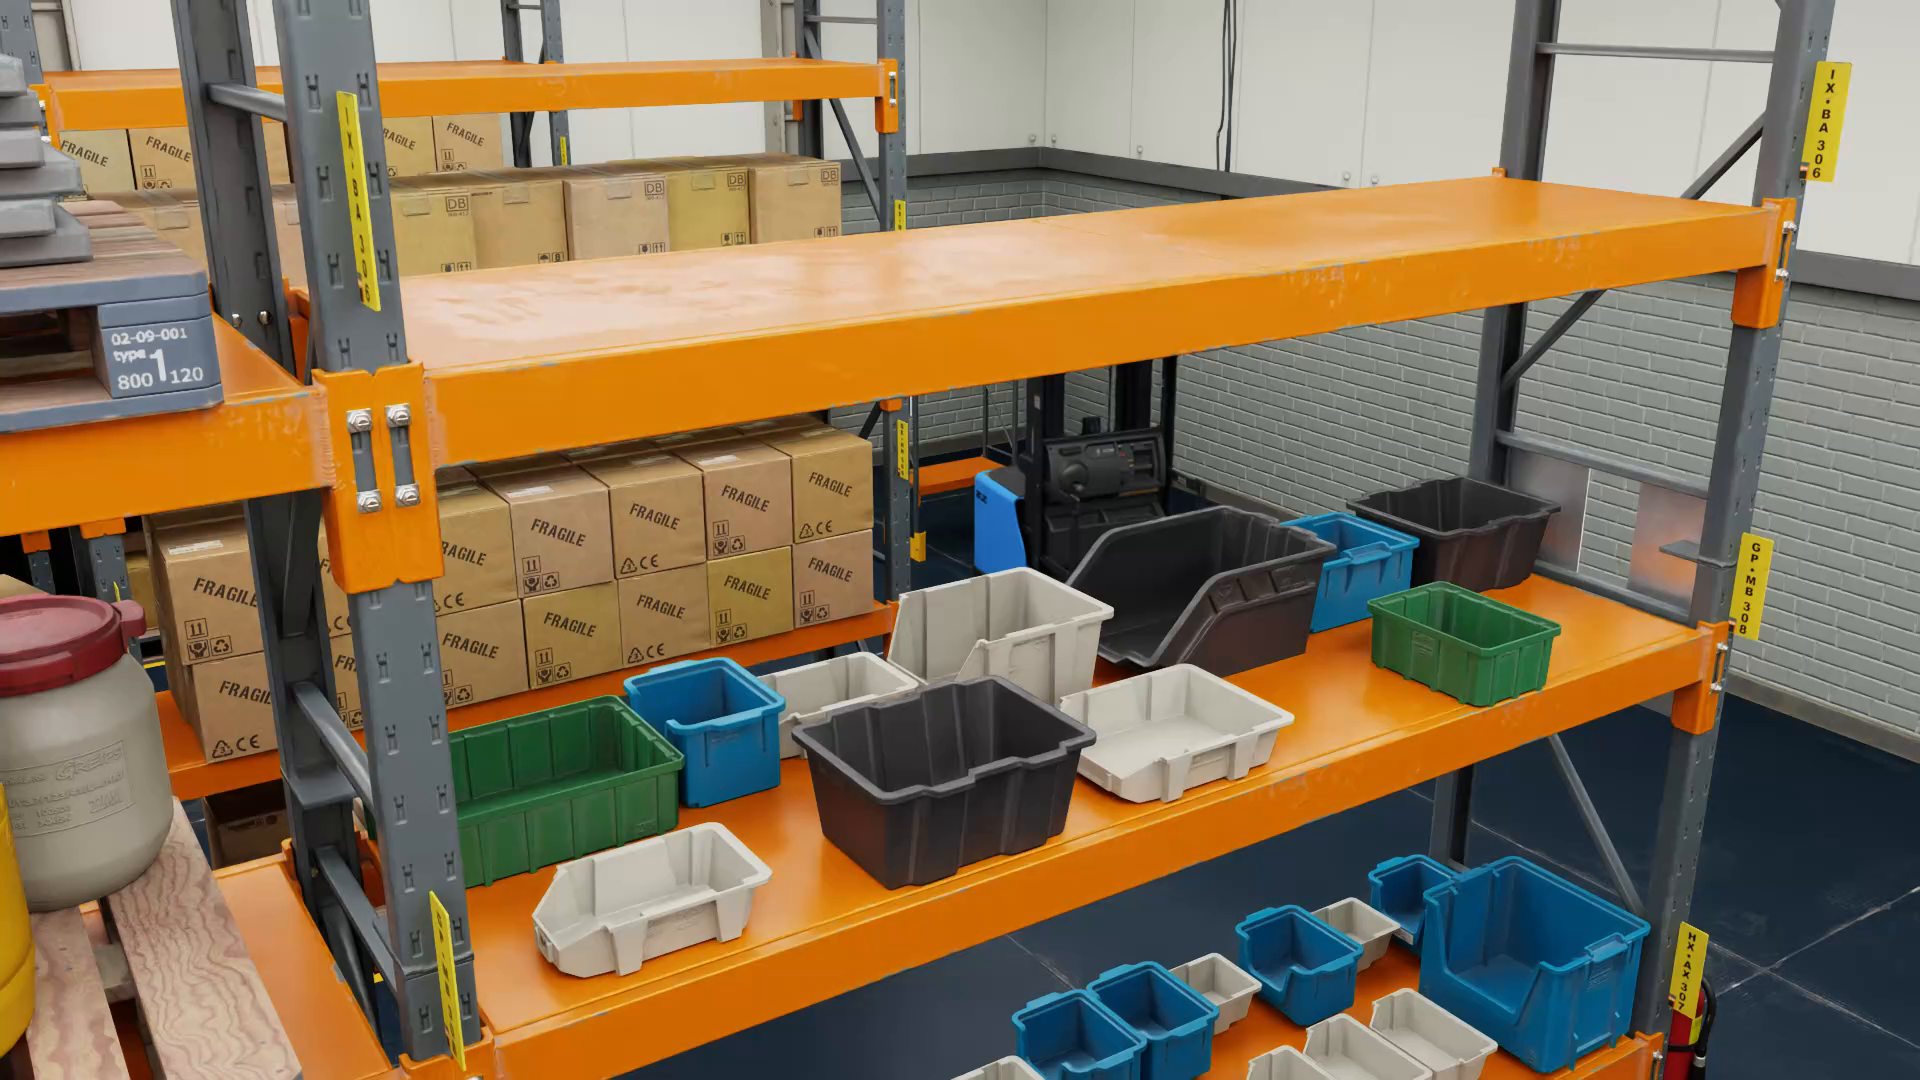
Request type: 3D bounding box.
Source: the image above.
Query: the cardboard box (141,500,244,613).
[{"bbox_3d":[-3.667,0.071,8.135,0.500,0.500,0.500,-12,22,-31],"label":"cardboard box"}]

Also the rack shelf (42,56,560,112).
[{"bbox_3d":[-5.005,-3.238,12.021,4.000,0.370,1.077,-12,22,-31],"label":"rack shelf"}]

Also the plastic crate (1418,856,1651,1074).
[{"bbox_3d":[1.937,1.435,5.668,0.499,0.435,0.616,-12,22,-31],"label":"plastic crate"}]

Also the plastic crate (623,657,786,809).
[{"bbox_3d":[-0.642,0.488,4.195,0.300,0.233,0.416,-12,22,-31],"label":"plastic crate"}]

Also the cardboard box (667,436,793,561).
[{"bbox_3d":[-1.249,-0.234,9.037,0.500,0.500,0.500,-11,22,-30],"label":"cardboard box"}]

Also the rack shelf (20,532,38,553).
[{"bbox_3d":[-8.345,0.119,10.833,4.000,0.370,1.077,-12,22,-31],"label":"rack shelf"}]

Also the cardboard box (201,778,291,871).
[{"bbox_3d":[-3.628,1.550,8.694,0.500,0.500,0.500,-12,22,-31],"label":"cardboard box"}]

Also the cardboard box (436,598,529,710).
[{"bbox_3d":[-2.527,0.507,8.405,0.500,0.500,0.500,-12,22,-32],"label":"cardboard box"}]

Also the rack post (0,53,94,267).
[{"bbox_3d":[-1.947,-0.591,2.559,0.954,0.300,0.937,-12,22,-32],"label":"rack post"}]

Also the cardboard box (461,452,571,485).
[{"bbox_3d":[-2.399,-0.197,8.928,0.500,0.500,0.500,-12,22,-32],"label":"cardboard box"}]

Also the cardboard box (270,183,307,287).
[{"bbox_3d":[-3.067,-1.338,7.618,0.500,0.500,0.700,-12,22,-31],"label":"cardboard box"}]

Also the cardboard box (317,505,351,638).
[{"bbox_3d":[-2.969,0.130,7.959,0.500,0.500,0.500,-13,22,-33],"label":"cardboard box"}]

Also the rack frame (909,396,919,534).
[{"bbox_3d":[-0.496,-0.606,14.195,0.032,1.500,0.500,-12,22,-31],"label":"rack frame"}]

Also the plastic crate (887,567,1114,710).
[{"bbox_3d":[0.094,0.314,4.634,0.530,0.282,0.437,-12,22,-31],"label":"plastic crate"}]

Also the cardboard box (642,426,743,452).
[{"bbox_3d":[-1.555,-0.374,9.450,0.500,0.500,0.500,-12,22,-31],"label":"cardboard box"}]

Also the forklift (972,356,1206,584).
[{"bbox_3d":[1.138,-0.535,11.752,1.130,2.935,3.031,-8,20,-22],"label":"forklift"}]

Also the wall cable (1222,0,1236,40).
[{"bbox_3d":[3.074,-5.219,13.096,0.112,2.526,3.097,-12,22,-31],"label":"wall cable"}]

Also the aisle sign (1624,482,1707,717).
[{"bbox_3d":[2.336,0.205,5.395,0.004,0.787,0.394,-12,22,-31],"label":"aisle sign"}]

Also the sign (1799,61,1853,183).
[{"bbox_3d":[2.430,-1.174,4.670,0.005,0.325,0.100,-12,22,-31],"label":"sign"}]

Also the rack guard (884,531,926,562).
[{"bbox_3d":[-0.480,-0.017,14.406,0.087,0.250,0.587,-12,22,-31],"label":"rack guard"}]

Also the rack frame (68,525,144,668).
[{"bbox_3d":[-3.947,0.750,7.843,0.127,3.000,1.000,-12,22,-31],"label":"rack frame"}]

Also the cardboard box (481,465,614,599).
[{"bbox_3d":[-2.108,-0.051,8.496,0.500,0.500,0.500,-11,22,-30],"label":"cardboard box"}]

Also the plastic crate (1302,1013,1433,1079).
[{"bbox_3d":[1.283,1.707,5.331,0.243,0.136,0.396,-12,22,-31],"label":"plastic crate"}]

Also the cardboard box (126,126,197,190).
[{"bbox_3d":[-5.500,-2.669,11.523,0.500,0.500,0.500,-12,22,-33],"label":"cardboard box"}]

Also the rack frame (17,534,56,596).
[{"bbox_3d":[-6.675,-0.574,11.760,0.127,3.000,1.000,-12,22,-31],"label":"rack frame"}]

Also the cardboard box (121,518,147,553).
[{"bbox_3d":[-6.224,-0.028,12.379,0.250,0.149,0.380,-12,22,-32],"label":"cardboard box"}]

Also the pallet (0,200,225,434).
[{"bbox_3d":[-1.901,-0.334,2.600,1.213,0.211,1.003,-12,22,-31],"label":"pallet"}]

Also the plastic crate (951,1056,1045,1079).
[{"bbox_3d":[0.063,1.785,5.100,0.466,0.136,0.293,-12,22,-31],"label":"plastic crate"}]

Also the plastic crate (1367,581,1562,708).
[{"bbox_3d":[1.448,0.301,4.820,0.336,0.188,0.450,-12,22,-31],"label":"plastic crate"}]

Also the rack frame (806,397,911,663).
[{"bbox_3d":[-0.607,0.045,9.927,0.127,3.000,1.000,-12,22,-31],"label":"rack frame"}]

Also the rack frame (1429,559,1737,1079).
[{"bbox_3d":[2.114,1.371,6.006,0.127,3.000,1.000,-12,22,-31],"label":"rack frame"}]

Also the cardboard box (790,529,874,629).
[{"bbox_3d":[-0.831,0.150,9.462,0.500,0.500,0.500,-11,22,-30],"label":"cardboard box"}]

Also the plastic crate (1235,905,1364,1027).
[{"bbox_3d":[1.177,1.493,5.812,0.300,0.233,0.416,-12,22,-31],"label":"plastic crate"}]

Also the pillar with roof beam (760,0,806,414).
[{"bbox_3d":[0.813,-3.676,11.568,0.400,9.000,9.100,-12,22,-31],"label":"pillar with roof beam"}]

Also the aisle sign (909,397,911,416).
[{"bbox_3d":[-0.381,-1.116,9.304,0.004,0.787,0.394,-12,22,-31],"label":"aisle sign"}]

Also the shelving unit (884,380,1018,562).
[{"bbox_3d":[-0.064,-0.697,14.465,1.083,1.500,0.587,-12,22,-31],"label":"shelving unit"}]

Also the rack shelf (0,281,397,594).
[{"bbox_3d":[-2.897,0.116,2.098,4.000,0.370,1.077,-12,22,-31],"label":"rack shelf"}]

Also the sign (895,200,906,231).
[{"bbox_3d":[-0.318,-1.643,8.855,0.005,0.325,0.100,-12,22,-31],"label":"sign"}]

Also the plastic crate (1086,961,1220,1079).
[{"bbox_3d":[0.627,1.609,5.469,0.300,0.233,0.416,-12,22,-31],"label":"plastic crate"}]

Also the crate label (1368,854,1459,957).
[{"bbox_3d":[1.727,1.377,6.155,0.303,0.233,0.416,-12,22,-31],"label":"crate label"}]

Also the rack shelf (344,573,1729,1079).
[{"bbox_3d":[0.444,0.643,4.599,4.000,0.370,1.077,-12,22,-31],"label":"rack shelf"}]

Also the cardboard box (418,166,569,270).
[{"bbox_3d":[-2.319,-1.557,8.264,0.500,0.500,0.700,-12,22,-31],"label":"cardboard box"}]

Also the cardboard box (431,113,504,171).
[{"bbox_3d":[-3.795,-3.029,12.587,0.500,0.500,0.500,-12,22,-32],"label":"cardboard box"}]

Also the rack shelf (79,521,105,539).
[{"bbox_3d":[-5.618,0.022,6.436,4.000,0.370,1.077,-12,22,-31],"label":"rack shelf"}]

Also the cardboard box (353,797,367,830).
[{"bbox_3d":[-3.001,1.507,9.115,0.500,0.311,0.500,-12,22,-31],"label":"cardboard box"}]

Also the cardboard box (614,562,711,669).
[{"bbox_3d":[-1.682,0.328,8.933,0.500,0.500,0.500,-12,22,-31],"label":"cardboard box"}]

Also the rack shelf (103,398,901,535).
[{"bbox_3d":[-2.277,-0.682,8.520,4.000,0.370,1.077,-12,22,-31],"label":"rack shelf"}]

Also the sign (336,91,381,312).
[{"bbox_3d":[-0.925,-0.520,2.558,0.005,0.325,0.100,-12,22,-31],"label":"sign"}]

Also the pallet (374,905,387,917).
[{"bbox_3d":[-3.373,1.950,8.646,1.213,0.211,1.003,-12,22,-31],"label":"pallet"}]

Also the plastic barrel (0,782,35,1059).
[{"bbox_3d":[-1.877,0.582,2.708,0.600,0.588,0.600,0,19,0],"label":"plastic barrel"}]

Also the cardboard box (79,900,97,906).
[{"bbox_3d":[-4.202,1.889,7.689,0.500,0.500,0.500,-12,22,-32],"label":"cardboard box"}]

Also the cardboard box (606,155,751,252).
[{"bbox_3d":[-1.491,-1.736,8.796,0.500,0.500,0.700,-12,22,-31],"label":"cardboard box"}]

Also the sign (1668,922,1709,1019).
[{"bbox_3d":[2.430,1.438,5.553,0.005,0.325,0.100,-12,22,-31],"label":"sign"}]

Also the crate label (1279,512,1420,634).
[{"bbox_3d":[1.166,0.097,5.324,0.502,0.251,0.408,-12,22,-31],"label":"crate label"}]

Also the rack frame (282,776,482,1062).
[{"bbox_3d":[-1.226,2.076,3.922,0.127,3.000,1.000,-12,22,-31],"label":"rack frame"}]

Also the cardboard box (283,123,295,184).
[{"bbox_3d":[-4.651,-2.849,12.057,0.500,0.500,0.500,-13,23,-34],"label":"cardboard box"}]

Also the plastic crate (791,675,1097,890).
[{"bbox_3d":[-0.038,0.571,3.893,0.590,0.269,0.497,-12,22,-31],"label":"plastic crate"}]

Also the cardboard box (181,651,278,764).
[{"bbox_3d":[-3.372,0.686,7.877,0.500,0.500,0.500,-11,22,-30],"label":"cardboard box"}]

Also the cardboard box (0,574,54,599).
[{"bbox_3d":[-4.466,0.527,7.690,0.700,0.500,0.500,14,23,35],"label":"cardboard box"}]
